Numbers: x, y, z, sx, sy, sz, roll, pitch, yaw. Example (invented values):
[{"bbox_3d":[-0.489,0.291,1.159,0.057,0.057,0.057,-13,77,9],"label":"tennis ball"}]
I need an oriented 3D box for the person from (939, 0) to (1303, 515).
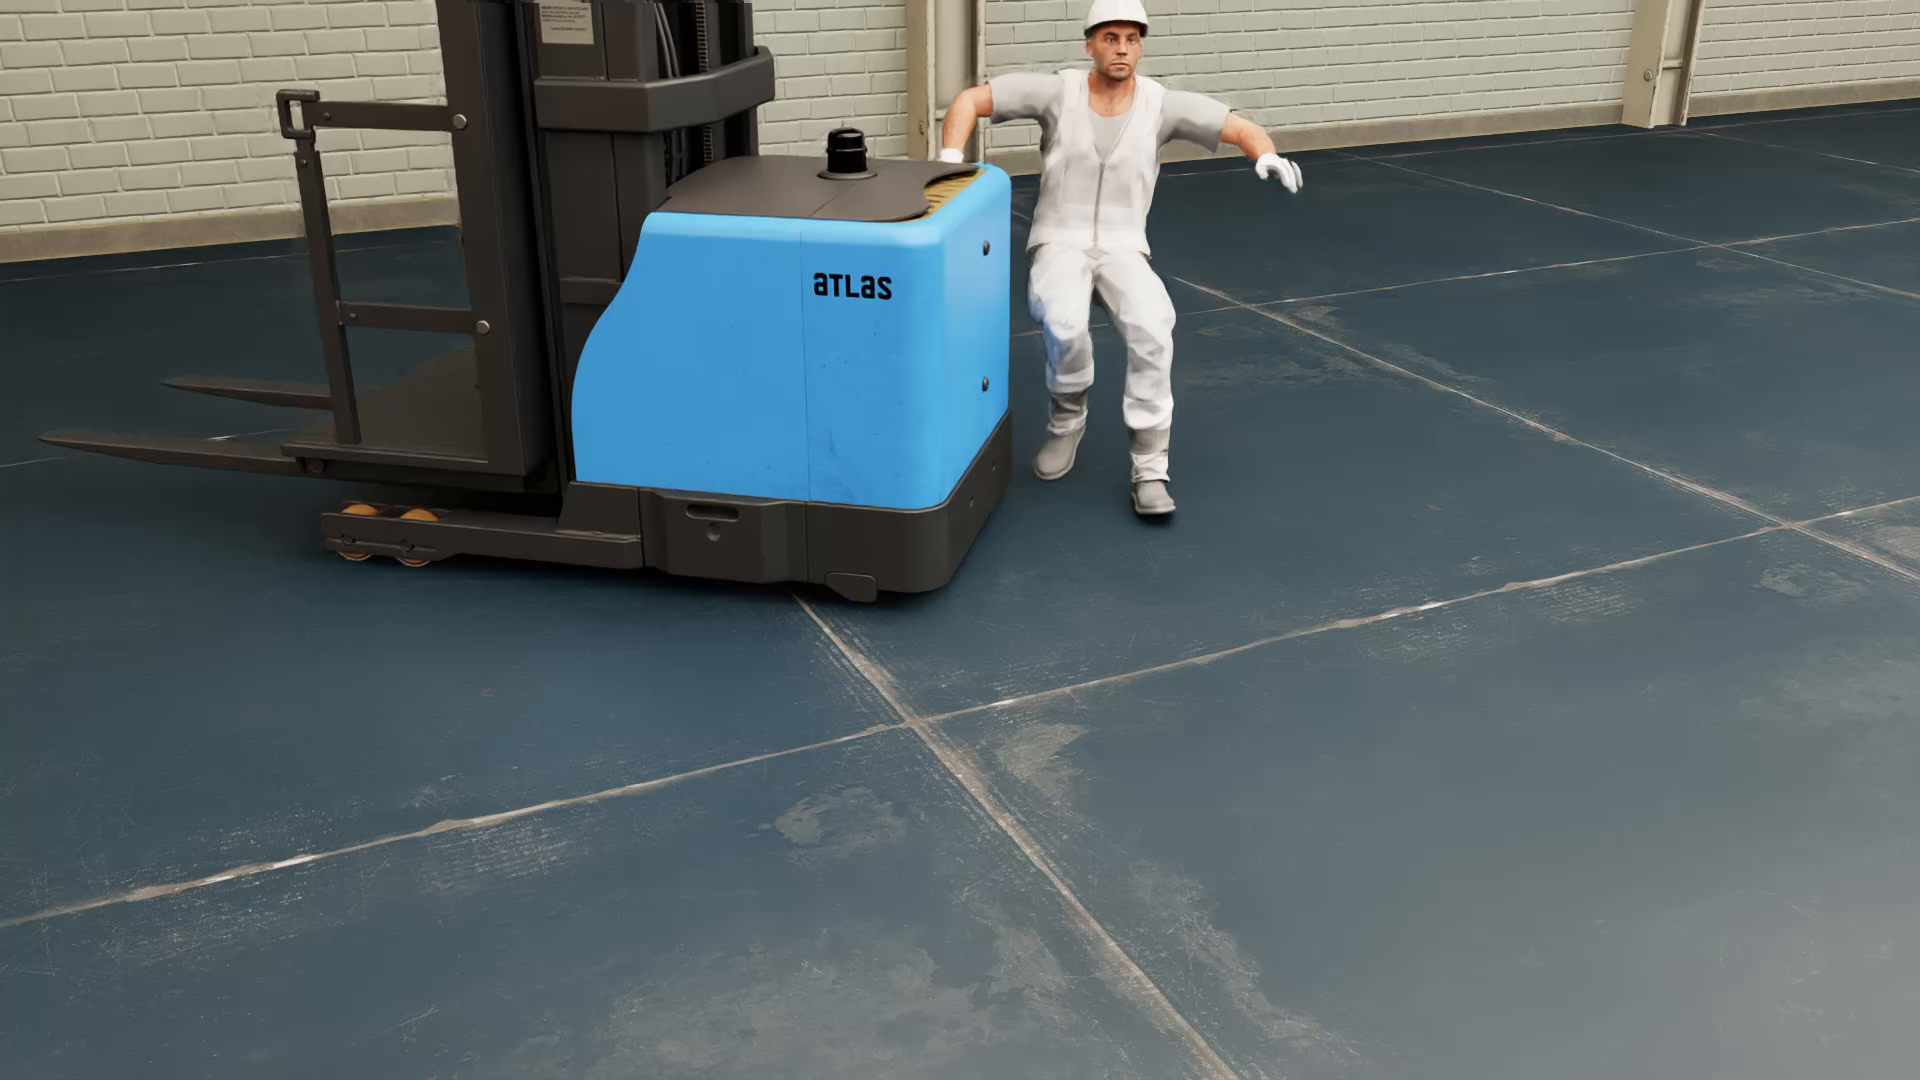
[{"bbox_3d":[0.447,-0.904,5.264,1.133,1.564,0.860,-3,23,-6],"label":"person"}]

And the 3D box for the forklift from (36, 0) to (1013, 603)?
[{"bbox_3d":[-1.405,-1.464,4.810,3.031,2.935,1.130,5,23,12],"label":"forklift"}]
